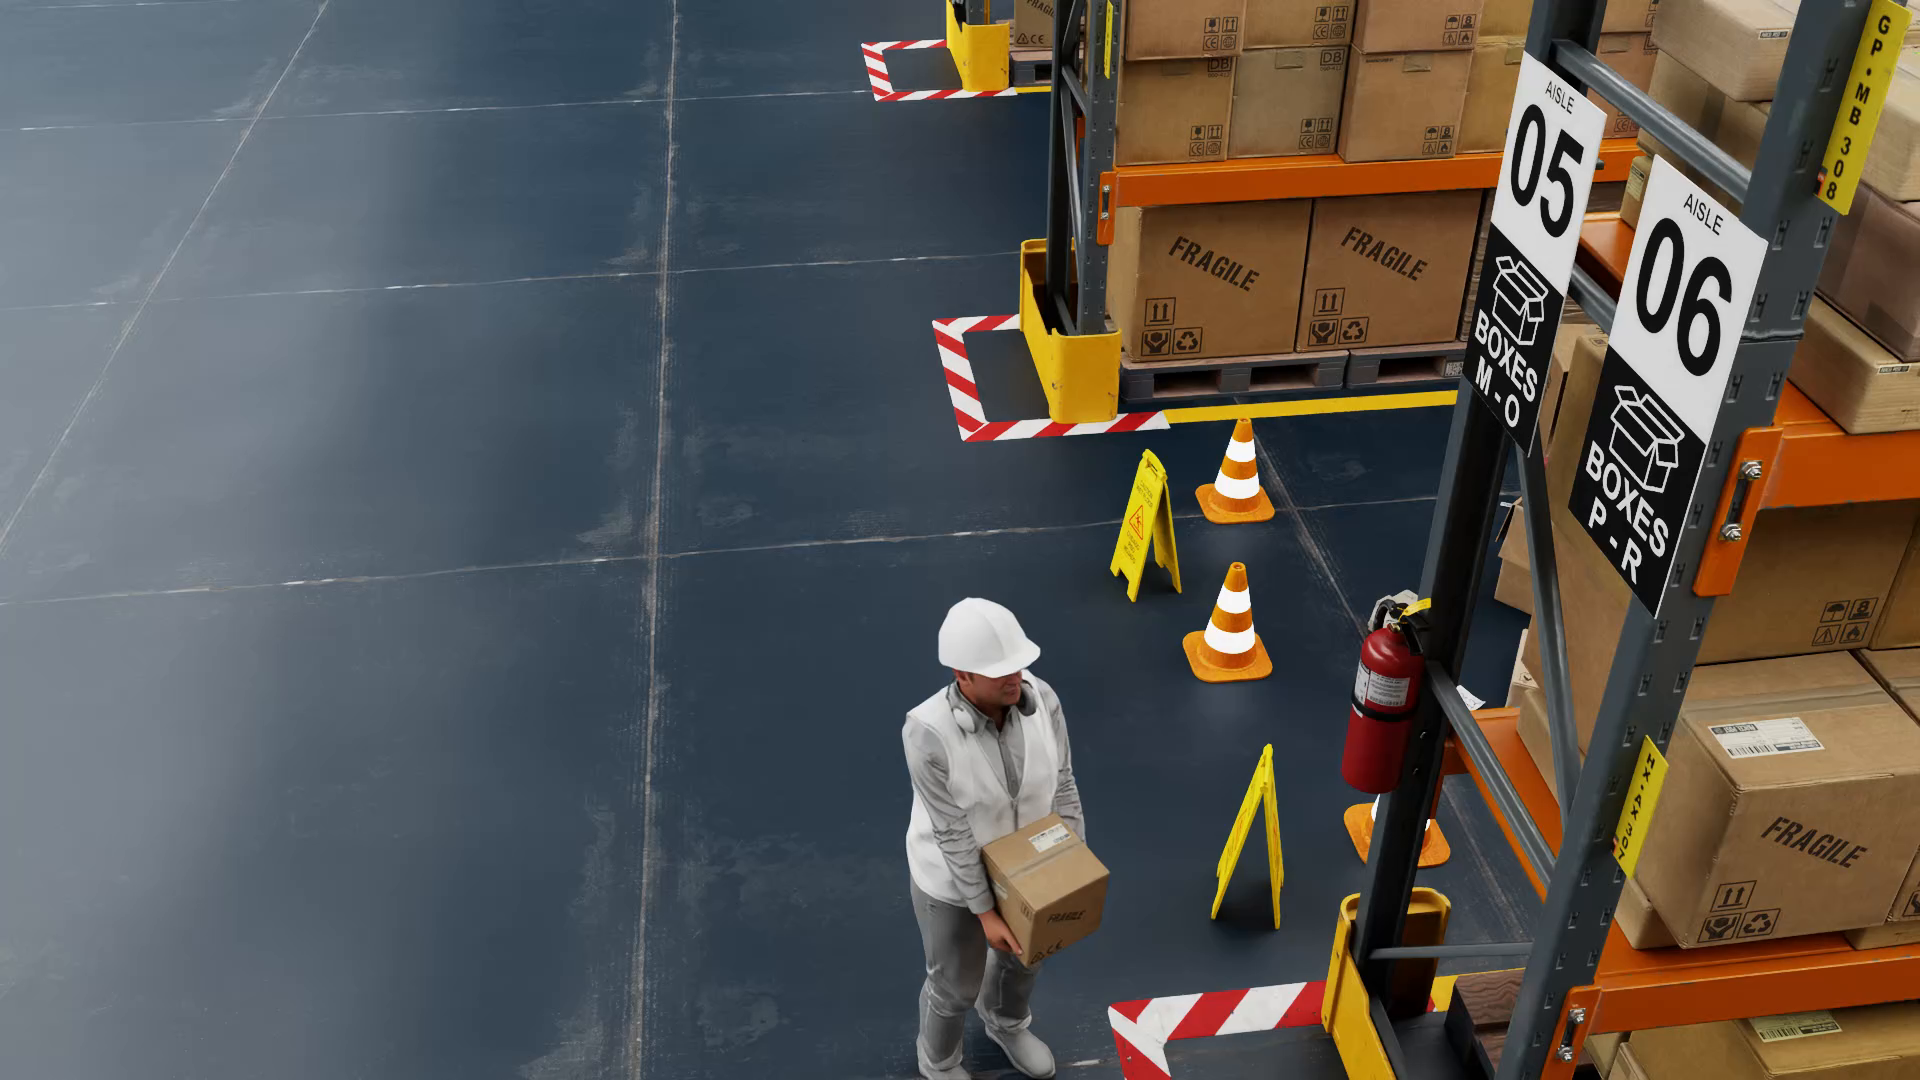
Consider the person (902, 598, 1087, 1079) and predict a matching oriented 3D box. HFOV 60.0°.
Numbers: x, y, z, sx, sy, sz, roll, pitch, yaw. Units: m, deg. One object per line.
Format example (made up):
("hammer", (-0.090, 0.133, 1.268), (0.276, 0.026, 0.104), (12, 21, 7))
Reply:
("person", (0.134, 0.966, 4.725), (0.495, 1.768, 0.554), (-21, 40, -28))
